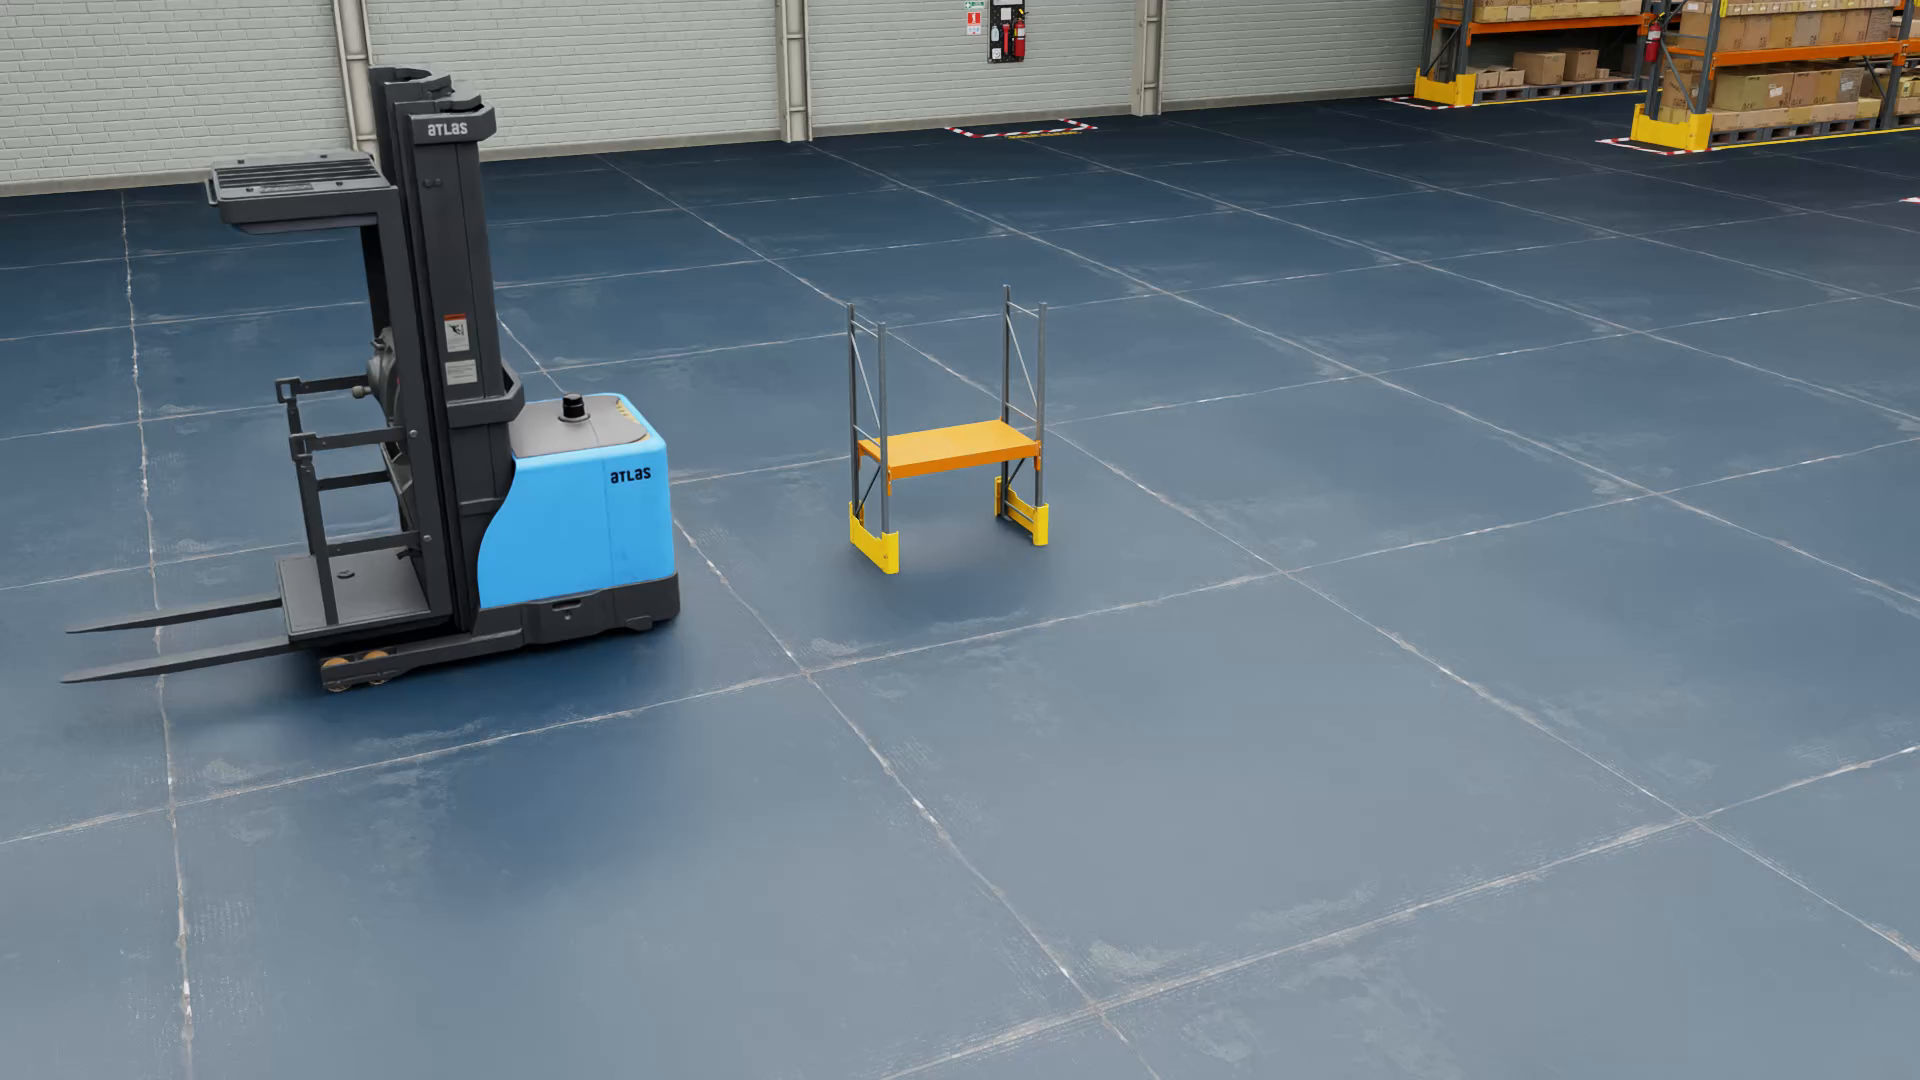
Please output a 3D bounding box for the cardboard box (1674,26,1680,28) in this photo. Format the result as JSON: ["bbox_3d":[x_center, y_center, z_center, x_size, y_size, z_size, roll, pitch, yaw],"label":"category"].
[{"bbox_3d":[13.271,-9.195,30.253,0.500,0.250,0.500,-11,25,-25],"label":"cardboard box"}]

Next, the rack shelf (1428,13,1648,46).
[{"bbox_3d":[9.951,-8.846,28.639,4.000,0.370,1.077,-10,25,-24],"label":"rack shelf"}]

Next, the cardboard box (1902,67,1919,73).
[{"bbox_3d":[15.062,-7.323,26.331,0.500,0.311,0.500,-11,25,-24],"label":"cardboard box"}]

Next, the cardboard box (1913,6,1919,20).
[{"bbox_3d":[15.078,-8.059,25.666,0.500,0.500,0.500,-9,24,-20],"label":"cardboard box"}]

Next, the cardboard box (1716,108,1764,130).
[{"bbox_3d":[11.329,-6.160,24.256,0.500,0.250,0.500,-10,25,-24],"label":"cardboard box"}]

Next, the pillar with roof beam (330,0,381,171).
[{"bbox_3d":[-5.948,-7.563,16.756,0.400,9.000,9.100,-10,25,-24],"label":"pillar with roof beam"}]

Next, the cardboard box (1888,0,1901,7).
[{"bbox_3d":[13.753,-8.031,24.750,0.250,0.149,0.380,-10,25,-24],"label":"cardboard box"}]

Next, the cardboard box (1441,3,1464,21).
[{"bbox_3d":[8.486,-8.931,28.074,0.500,0.250,0.500,-10,25,-23],"label":"cardboard box"}]

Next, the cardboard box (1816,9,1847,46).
[{"bbox_3d":[12.581,-7.602,24.563,0.500,0.500,0.700,-10,25,-23],"label":"cardboard box"}]

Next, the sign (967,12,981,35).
[{"bbox_3d":[0.212,-7.829,25.195,0.234,0.329,0.001,-10,25,-24],"label":"sign"}]

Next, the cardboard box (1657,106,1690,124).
[{"bbox_3d":[10.656,-6.254,24.484,0.500,0.250,0.500,-10,25,-24],"label":"cardboard box"}]

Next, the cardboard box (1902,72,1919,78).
[{"bbox_3d":[14.838,-7.050,25.673,0.500,0.311,0.500,-11,25,-24],"label":"cardboard box"}]

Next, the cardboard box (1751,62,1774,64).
[{"bbox_3d":[14.731,-9.085,30.968,0.500,0.500,0.700,-10,25,-23],"label":"cardboard box"}]

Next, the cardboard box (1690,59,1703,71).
[{"bbox_3d":[13.330,-8.860,30.425,0.500,0.500,0.700,-10,25,-23],"label":"cardboard box"}]

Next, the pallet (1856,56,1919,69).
[{"bbox_3d":[18.299,-9.395,32.670,1.213,0.211,1.003,-10,25,-24],"label":"pallet"}]

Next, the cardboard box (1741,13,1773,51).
[{"bbox_3d":[11.198,-7.348,23.949,0.500,0.500,0.700,-10,24,-22],"label":"cardboard box"}]

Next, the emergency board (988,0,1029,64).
[{"bbox_3d":[0.755,-7.869,25.338,0.643,1.169,0.194,-10,25,-24],"label":"emergency board"}]

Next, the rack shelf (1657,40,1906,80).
[{"bbox_3d":[12.103,-7.139,24.516,4.000,0.370,1.077,-10,25,-24],"label":"rack shelf"}]

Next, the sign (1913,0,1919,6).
[{"bbox_3d":[14.147,-8.049,24.538,0.005,0.325,0.100,-10,25,-24],"label":"sign"}]

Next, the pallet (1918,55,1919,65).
[{"bbox_3d":[19.680,-9.648,33.282,1.213,0.211,1.003,-10,25,-24],"label":"pallet"}]

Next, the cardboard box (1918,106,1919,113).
[{"bbox_3d":[14.837,-6.793,25.785,0.500,0.250,0.500,-10,24,-22],"label":"cardboard box"}]

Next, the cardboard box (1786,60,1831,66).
[{"bbox_3d":[12.904,-7.019,25.350,0.500,0.500,0.500,-10,25,-24],"label":"cardboard box"}]

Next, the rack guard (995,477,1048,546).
[{"bbox_3d":[0.380,-0.185,10.371,0.087,0.250,0.587,-10,25,-24],"label":"rack guard"}]

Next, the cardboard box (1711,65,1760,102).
[{"bbox_3d":[11.549,-6.773,24.755,0.500,0.500,0.500,-10,25,-24],"label":"cardboard box"}]

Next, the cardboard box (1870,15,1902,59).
[{"bbox_3d":[17.632,-9.737,32.112,0.750,0.750,0.750,-10,24,-22],"label":"cardboard box"}]

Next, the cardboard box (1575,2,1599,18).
[{"bbox_3d":[10.559,-9.099,28.478,0.500,0.250,0.500,-11,25,-24],"label":"cardboard box"}]

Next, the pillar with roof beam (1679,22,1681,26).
[{"bbox_3d":[15.678,-11.544,26.373,0.400,9.000,9.100,-10,25,-24],"label":"pillar with roof beam"}]

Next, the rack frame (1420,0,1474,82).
[{"bbox_3d":[8.149,-8.847,27.700,0.127,3.000,1.000,-10,25,-24],"label":"rack frame"}]

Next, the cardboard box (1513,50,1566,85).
[{"bbox_3d":[10.008,-8.178,28.777,0.500,0.500,0.700,-12,25,-27],"label":"cardboard box"}]

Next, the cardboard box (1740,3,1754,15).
[{"bbox_3d":[10.984,-7.522,23.520,0.250,0.149,0.380,-11,25,-25],"label":"cardboard box"}]

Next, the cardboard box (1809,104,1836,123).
[{"bbox_3d":[12.683,-6.407,24.853,0.500,0.250,0.500,-10,25,-24],"label":"cardboard box"}]

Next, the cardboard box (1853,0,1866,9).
[{"bbox_3d":[13.058,-7.902,24.439,0.250,0.149,0.380,-10,25,-24],"label":"cardboard box"}]

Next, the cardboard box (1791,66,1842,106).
[{"bbox_3d":[12.677,-6.758,24.720,0.500,0.500,0.500,-10,25,-24],"label":"cardboard box"}]

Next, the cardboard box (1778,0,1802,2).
[{"bbox_3d":[11.700,-8.041,23.926,0.500,0.500,0.700,-10,25,-23],"label":"cardboard box"}]

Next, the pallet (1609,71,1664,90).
[{"bbox_3d":[12.454,-8.351,30.149,1.213,0.211,1.003,-10,25,-24],"label":"pallet"}]

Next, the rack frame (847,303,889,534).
[{"bbox_3d":[-0.535,-0.595,9.725,0.032,1.500,0.500,-10,25,-24],"label":"rack frame"}]

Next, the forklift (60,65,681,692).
[{"bbox_3d":[-3.095,-0.818,8.394,3.031,2.935,1.130,-10,24,-22],"label":"forklift"}]

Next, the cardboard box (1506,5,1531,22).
[{"bbox_3d":[9.188,-8.849,27.876,0.500,0.250,0.500,-11,25,-25],"label":"cardboard box"}]

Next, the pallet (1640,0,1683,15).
[{"bbox_3d":[12.505,-9.498,29.525,1.213,0.211,1.003,-10,25,-24],"label":"pallet"}]

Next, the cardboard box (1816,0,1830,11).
[{"bbox_3d":[12.370,-7.775,24.133,0.250,0.149,0.380,-10,24,-22],"label":"cardboard box"}]

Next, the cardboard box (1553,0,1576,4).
[{"bbox_3d":[10.087,-9.361,28.131,0.500,0.500,0.500,-10,24,-22],"label":"cardboard box"}]

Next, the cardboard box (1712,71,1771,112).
[{"bbox_3d":[11.330,-6.506,24.111,0.500,0.500,0.500,-10,25,-24],"label":"cardboard box"}]

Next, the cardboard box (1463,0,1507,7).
[{"bbox_3d":[8.709,-9.109,27.522,0.500,0.500,0.500,-10,25,-24],"label":"cardboard box"}]

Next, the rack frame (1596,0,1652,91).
[{"bbox_3d":[11.753,-9.510,29.303,0.127,3.000,1.000,-10,25,-24],"label":"rack frame"}]

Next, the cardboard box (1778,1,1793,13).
[{"bbox_3d":[11.677,-7.649,23.827,0.250,0.149,0.380,-11,25,-25],"label":"cardboard box"}]

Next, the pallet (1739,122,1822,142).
[{"bbox_3d":[12.069,-6.194,24.937,1.213,0.211,1.003,-10,25,-24],"label":"pallet"}]

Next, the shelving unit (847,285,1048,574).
[{"bbox_3d":[-0.069,-0.680,9.933,1.083,1.500,0.587,-10,25,-24],"label":"shelving unit"}]
